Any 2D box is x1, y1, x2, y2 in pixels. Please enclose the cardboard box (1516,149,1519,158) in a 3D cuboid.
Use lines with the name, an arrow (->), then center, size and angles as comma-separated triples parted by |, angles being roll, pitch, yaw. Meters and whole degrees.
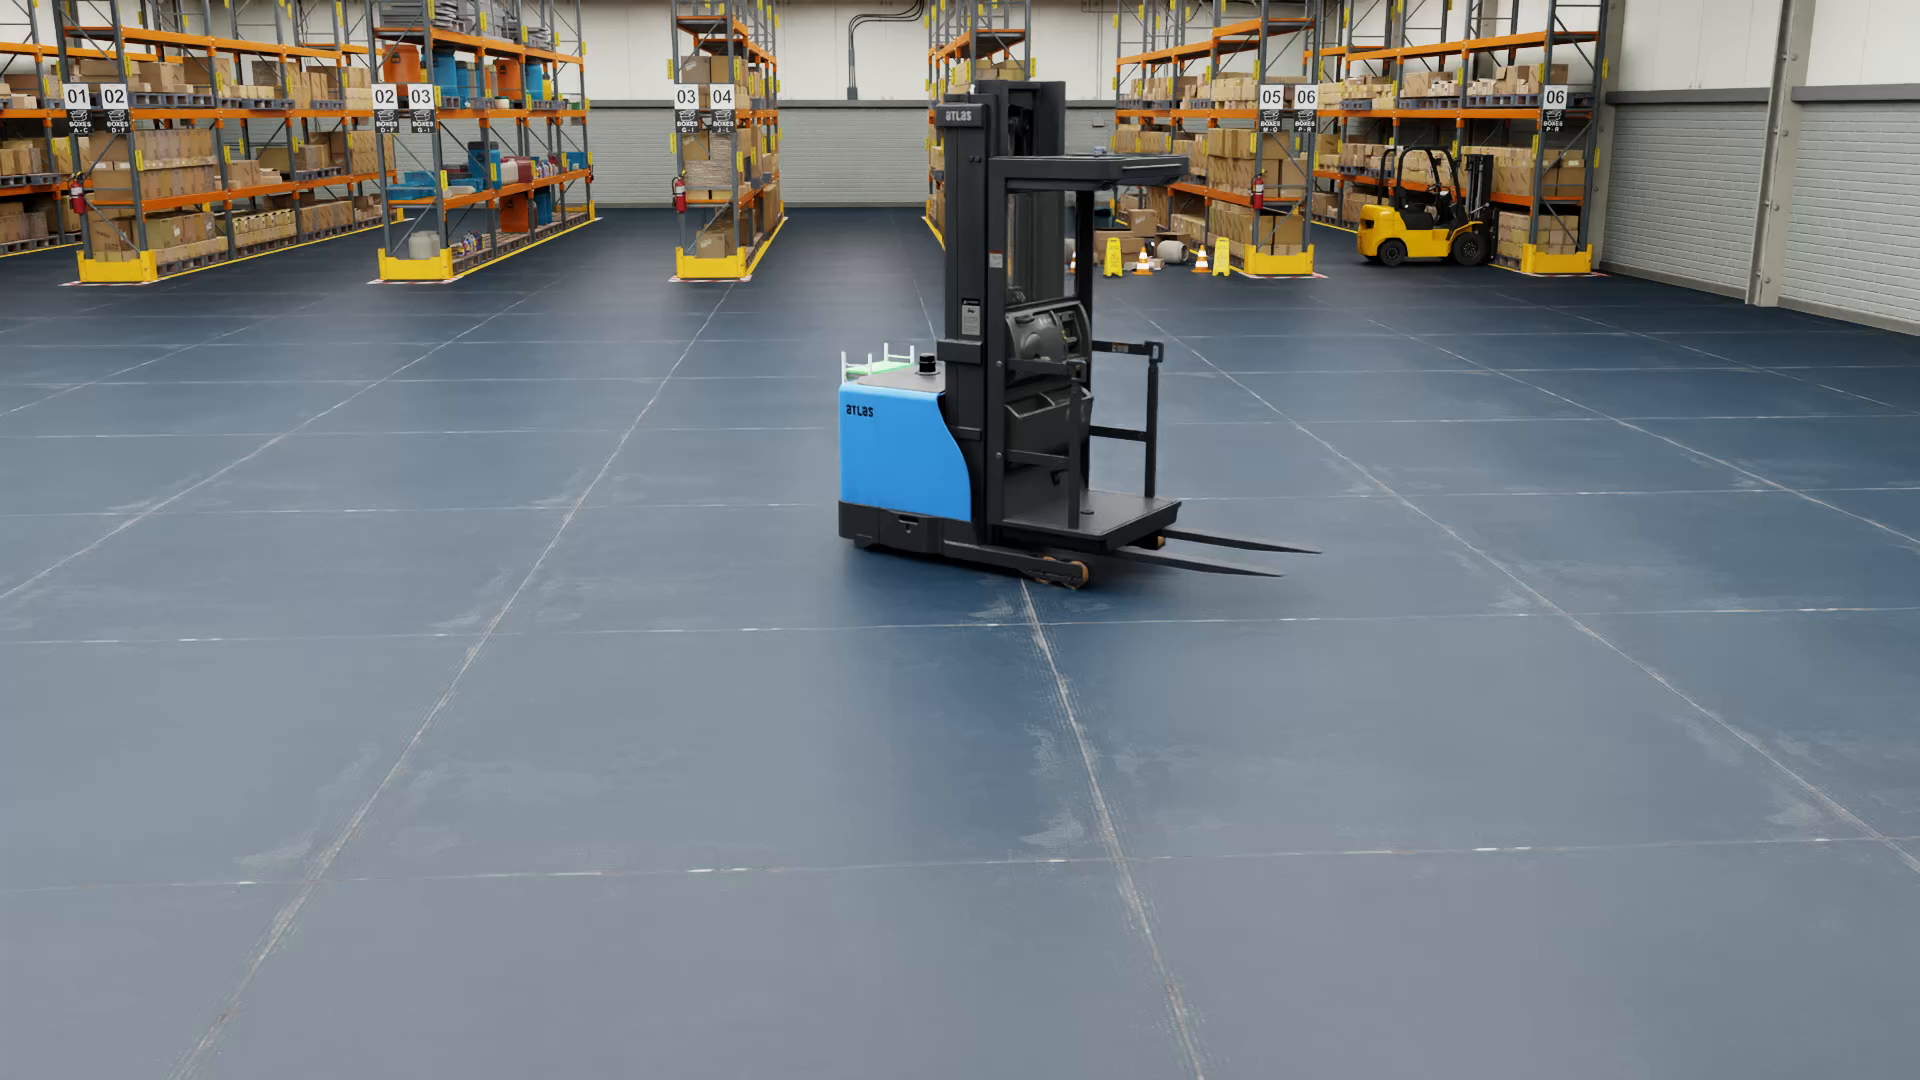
cardboard box -> 10.301, -6.994, 30.090 | 0.380, 0.149, 0.250 | -1, 14, -3

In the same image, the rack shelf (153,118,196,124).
rack shelf -> -19.979, -10.339, 40.615 | 1.077, 0.370, 4.000 | -1, 14, -3

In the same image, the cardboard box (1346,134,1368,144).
cardboard box -> 9.994, -10.006, 42.097 | 0.500, 0.500, 0.500 | -1, 14, -5

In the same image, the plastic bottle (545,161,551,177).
plastic bottle -> -9.572, -8.597, 38.519 | 0.144, 0.351, 0.185 | -1, 14, -3

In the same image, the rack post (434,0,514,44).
rack post -> -9.679, -10.391, 32.953 | 1.013, 1.000, 3.121 | -1, 14, -3

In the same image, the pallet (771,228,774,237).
pallet -> -4.822, -7.122, 38.281 | 1.003, 0.211, 1.213 | -1, 14, -3

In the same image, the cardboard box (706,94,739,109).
cardboard box -> -4.052, -7.486, 28.384 | 0.500, 0.250, 0.500 | 0, 14, -2

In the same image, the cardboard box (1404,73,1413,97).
cardboard box -> 9.871, -9.772, 35.721 | 0.500, 0.500, 0.500 | -1, 14, -3

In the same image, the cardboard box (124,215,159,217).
cardboard box -> -14.604, -5.567, 29.814 | 0.500, 0.500, 0.500 | -1, 14, -3

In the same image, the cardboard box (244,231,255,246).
cardboard box -> -14.224, -5.928, 32.723 | 0.500, 0.250, 0.500 | -1, 14, -2

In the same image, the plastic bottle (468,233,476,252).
plastic bottle -> -9.112, -5.547, 31.000 | 0.144, 0.351, 0.185 | -1, 14, -4

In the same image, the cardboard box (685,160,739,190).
cardboard box -> -4.287, -6.312, 28.742 | 0.875, 0.500, 0.500 | -1, 14, -3

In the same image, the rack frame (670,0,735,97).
rack frame -> -4.280, -8.888, 27.511 | 1.000, 3.000, 0.127 | -1, 14, -3

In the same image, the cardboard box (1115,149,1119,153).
cardboard box -> 4.363, -10.039, 43.825 | 0.500, 0.500, 0.500 | -1, 14, -4

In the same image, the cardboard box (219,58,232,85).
cardboard box -> -14.473, -9.067, 32.180 | 0.500, 0.500, 0.500 | 1, 14, 2

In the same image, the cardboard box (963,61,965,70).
cardboard box -> 0.255, -8.334, 29.237 | 0.380, 0.149, 0.250 | -1, 14, -3

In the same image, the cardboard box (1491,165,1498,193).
cardboard box -> 10.175, -6.761, 31.084 | 0.500, 0.500, 0.500 | -1, 14, -3

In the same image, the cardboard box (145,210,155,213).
cardboard box -> -19.799, -7.918, 39.954 | 0.700, 0.500, 0.500 | -1, 14, -3

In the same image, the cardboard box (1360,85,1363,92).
cardboard box -> 9.550, -10.524, 38.753 | 0.380, 0.149, 0.250 | -1, 14, -3

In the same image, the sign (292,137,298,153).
sign -> -14.110, -8.390, 35.292 | 0.100, 0.325, 0.005 | -1, 14, -3

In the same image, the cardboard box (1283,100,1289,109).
cardboard box -> 5.809, -7.618, 29.099 | 0.380, 0.149, 0.250 | -1, 14, -5

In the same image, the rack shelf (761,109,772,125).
rack shelf -> -4.900, -9.574, 37.640 | 1.077, 0.370, 4.000 | -1, 14, -3

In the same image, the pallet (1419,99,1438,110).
pallet -> 10.273, -9.118, 34.805 | 1.003, 0.211, 1.213 | 0, 14, -1

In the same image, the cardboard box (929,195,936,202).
cardboard box -> -0.597, -8.857, 43.115 | 0.380, 0.149, 0.250 | -1, 14, -4

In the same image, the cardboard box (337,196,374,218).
cardboard box -> -15.033, -8.286, 41.338 | 0.797, 0.503, 0.637 | -1, 14, -3

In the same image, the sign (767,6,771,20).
sign -> -4.483, -12.374, 39.028 | 0.100, 0.325, 0.005 | -1, 14, -3

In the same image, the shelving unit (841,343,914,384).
shelving unit -> -0.553, -0.712, 11.385 | 0.258, 1.200, 0.503 | 9, 17, 32

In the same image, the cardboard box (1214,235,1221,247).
cardboard box -> 5.174, -5.719, 31.908 | 0.500, 0.250, 0.500 | 0, 14, 0

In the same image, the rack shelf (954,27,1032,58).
rack shelf -> 0.553, -8.895, 29.783 | 1.077, 0.370, 4.000 | -1, 14, -3

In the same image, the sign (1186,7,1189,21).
sign -> 5.408, -12.527, 39.622 | 0.100, 0.325, 0.005 | -1, 14, -3

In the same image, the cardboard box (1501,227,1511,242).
cardboard box -> 10.202, -5.568, 30.319 | 0.500, 0.250, 0.500 | -1, 14, -4

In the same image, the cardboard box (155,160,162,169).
cardboard box -> -14.024, -6.484, 28.706 | 0.380, 0.149, 0.250 | -1, 14, -4

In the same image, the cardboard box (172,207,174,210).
cardboard box -> -19.897, -8.303, 41.451 | 0.700, 0.500, 0.500 | -1, 14, -5

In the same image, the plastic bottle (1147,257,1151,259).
plastic bottle -> 3.571, -5.357, 31.725 | 0.133, 0.061, 0.283 | 2, 15, 6

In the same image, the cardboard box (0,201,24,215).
cardboard box -> -19.538, -6.787, 34.015 | 0.500, 0.250, 0.500 | -1, 14, -2

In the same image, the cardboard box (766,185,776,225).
cardboard box -> -4.908, -7.760, 38.589 | 1.225, 0.875, 0.875 | -1, 14, -5

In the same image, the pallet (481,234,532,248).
pallet -> -9.710, -6.352, 35.290 | 1.003, 0.211, 1.213 | -1, 14, -3

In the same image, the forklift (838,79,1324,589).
forklift -> 0.720, -1.278, 10.113 | 3.031, 2.935, 1.130 | 9, 17, 32

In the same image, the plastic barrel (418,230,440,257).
plastic barrel -> -9.372, -5.192, 29.335 | 0.421, 0.512, 0.421 | 0, 14, 0

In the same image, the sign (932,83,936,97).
sign -> -0.608, -10.711, 39.579 | 0.100, 0.325, 0.005 | -1, 14, -3

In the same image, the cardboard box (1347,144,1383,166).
cardboard box -> 9.660, -9.197, 39.707 | 0.700, 0.500, 0.500 | -1, 14, -3

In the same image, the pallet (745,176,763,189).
pallet -> -4.430, -7.077, 32.896 | 1.003, 0.211, 1.213 | -1, 14, -3

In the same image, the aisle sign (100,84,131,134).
aisle sign -> -13.858, -7.078, 27.298 | 0.394, 0.787, 0.004 | -1, 14, -3

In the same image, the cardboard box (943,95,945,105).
cardboard box -> -0.108, -9.663, 36.341 | 0.500, 0.500, 0.500 | -1, 14, -3

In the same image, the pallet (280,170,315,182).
pallet -> -14.775, -7.895, 36.075 | 1.213, 0.211, 1.003 | -1, 14, -3

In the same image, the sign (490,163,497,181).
sign -> -8.922, -7.041, 31.815 | 0.100, 0.325, 0.005 | -1, 14, -3

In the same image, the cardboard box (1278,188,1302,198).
cardboard box -> 5.796, -6.101, 29.225 | 0.380, 0.149, 0.250 | -1, 14, -3

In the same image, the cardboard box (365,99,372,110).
cardboard box -> -14.785, -10.693, 40.846 | 0.500, 0.250, 0.500 | -1, 14, -3

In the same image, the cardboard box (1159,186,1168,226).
cardboard box -> 5.104, -7.694, 38.333 | 0.875, 0.875, 0.875 | -1, 14, -3

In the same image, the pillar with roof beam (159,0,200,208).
pillar with roof beam -> -16.837, -13.362, 44.901 | 9.100, 9.000, 0.400 | -1, 14, -3

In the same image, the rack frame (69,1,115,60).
rack frame -> -19.855, -11.643, 38.218 | 1.000, 3.000, 0.127 | -1, 14, -3
